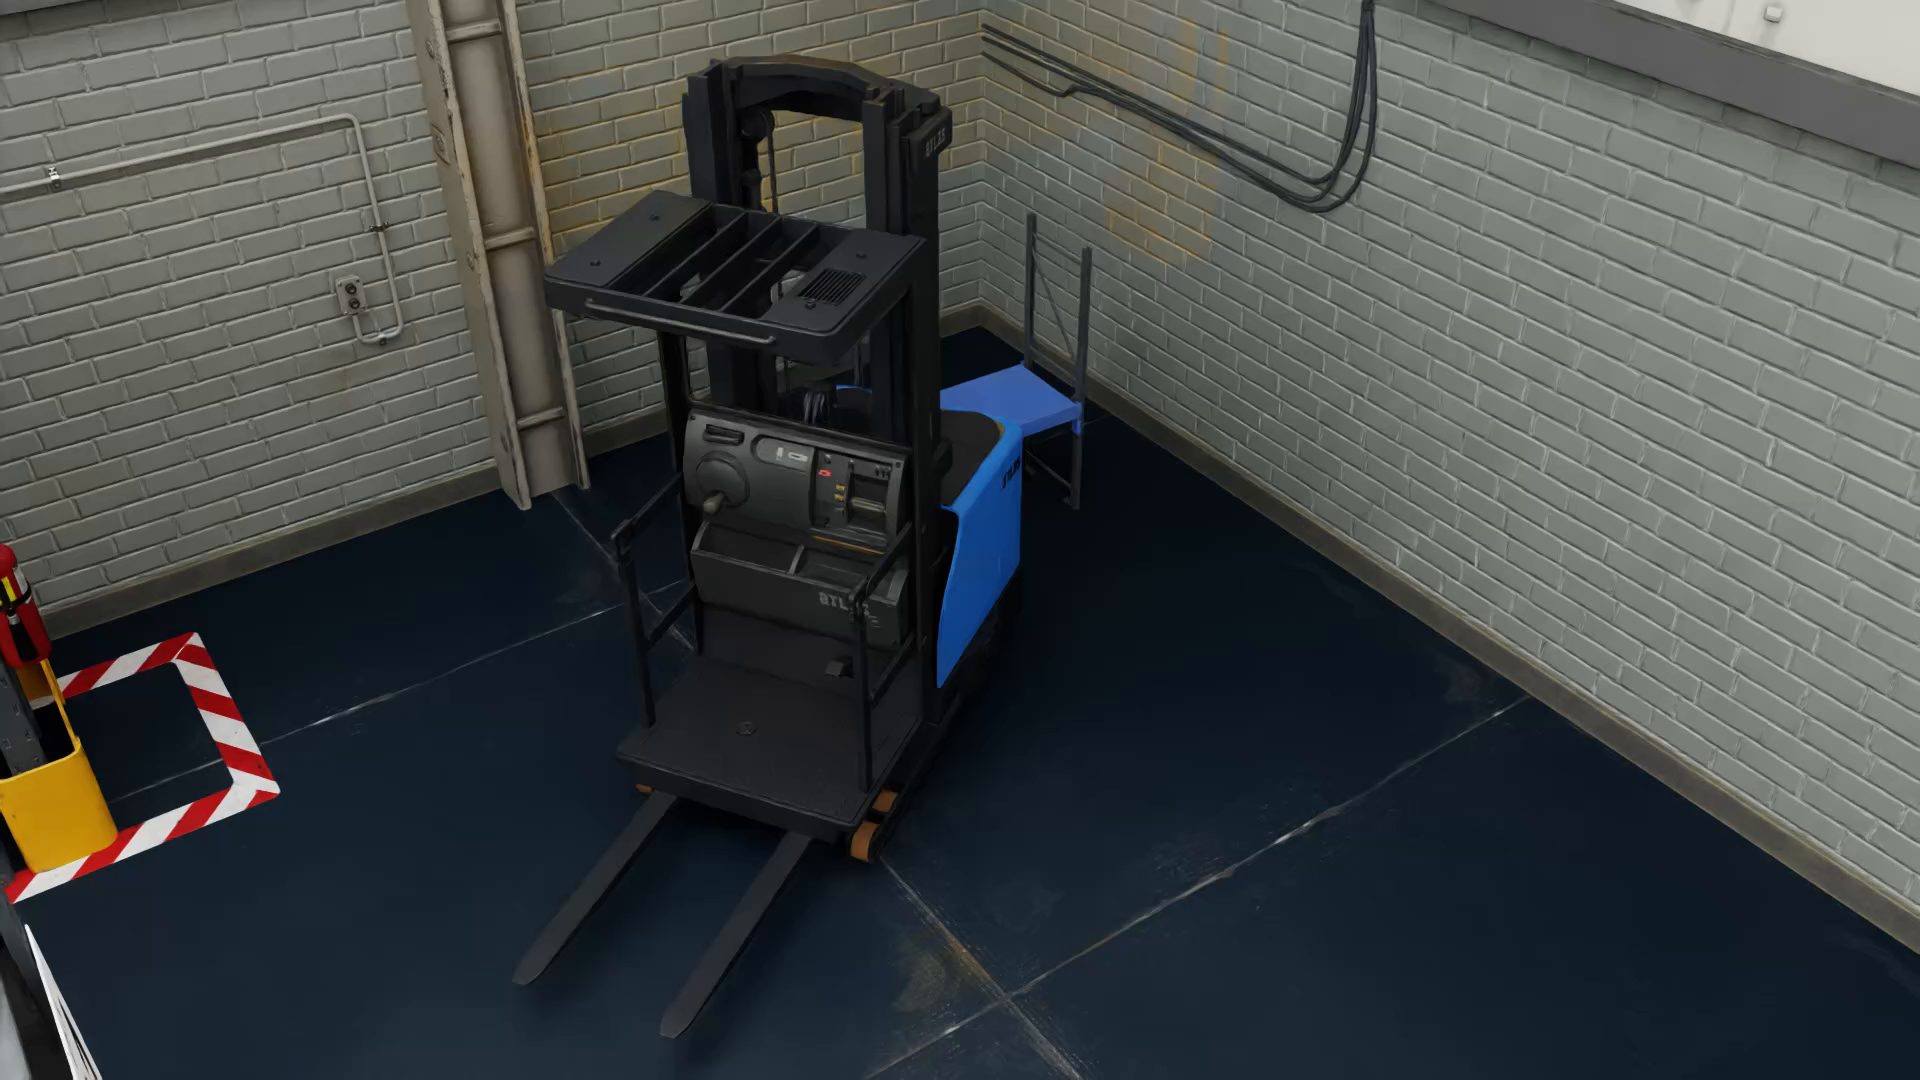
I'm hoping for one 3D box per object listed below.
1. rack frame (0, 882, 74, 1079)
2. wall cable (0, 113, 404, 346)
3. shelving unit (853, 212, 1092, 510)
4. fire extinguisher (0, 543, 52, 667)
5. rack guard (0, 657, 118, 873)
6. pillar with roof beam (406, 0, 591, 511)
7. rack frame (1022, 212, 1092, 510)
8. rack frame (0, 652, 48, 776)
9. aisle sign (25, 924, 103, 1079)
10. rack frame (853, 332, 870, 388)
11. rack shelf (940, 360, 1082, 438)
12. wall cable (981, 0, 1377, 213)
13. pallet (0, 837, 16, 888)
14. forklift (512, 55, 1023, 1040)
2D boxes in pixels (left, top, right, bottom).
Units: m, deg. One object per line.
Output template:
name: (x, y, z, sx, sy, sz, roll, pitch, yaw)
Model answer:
rack frame: (-1.088, -0.262, 1.221, 0.127, 3.000, 1.000, -22, 41, -28)
wall cable: (-3.443, -1.484, 7.188, 1.851, 1.984, 0.084, -22, 41, -28)
shelving unit: (0.057, -0.732, 8.297, 1.048, 1.500, 0.538, -21, 41, -26)
fire extinguisher: (-3.556, 0.163, 6.154, 0.183, 0.674, 0.296, -22, 41, -28)
rack guard: (-3.925, 0.817, 6.999, 0.348, 0.500, 1.175, -22, 41, -28)
pillar with roof beam: (0.244, -1.891, 3.486, 0.400, 9.000, 9.100, -22, 41, -28)
rack frame: (0.482, -0.894, 8.523, 0.032, 1.500, 0.500, -21, 41, -26)
rack frame: (-3.945, -0.189, 6.258, 0.127, 3.000, 1.000, -22, 41, -28)
aisle sign: (-1.201, 0.955, 2.440, 0.004, 0.787, 0.394, -22, 41, -28)
rack frame: (-0.369, -0.570, 8.071, 0.032, 1.500, 0.500, -21, 41, -26)
rack shelf: (0.057, -0.586, 8.402, 1.000, 0.185, 0.538, -21, 41, -26)
wall cable: (0.884, -3.096, 7.821, 0.112, 2.526, 3.097, -22, 41, -28)
pallet: (-4.553, 1.249, 6.646, 1.213, 0.211, 1.003, -22, 41, -28)
forklift: (-0.730, -0.167, 6.286, 1.130, 2.935, 3.031, 13, 38, 18)
